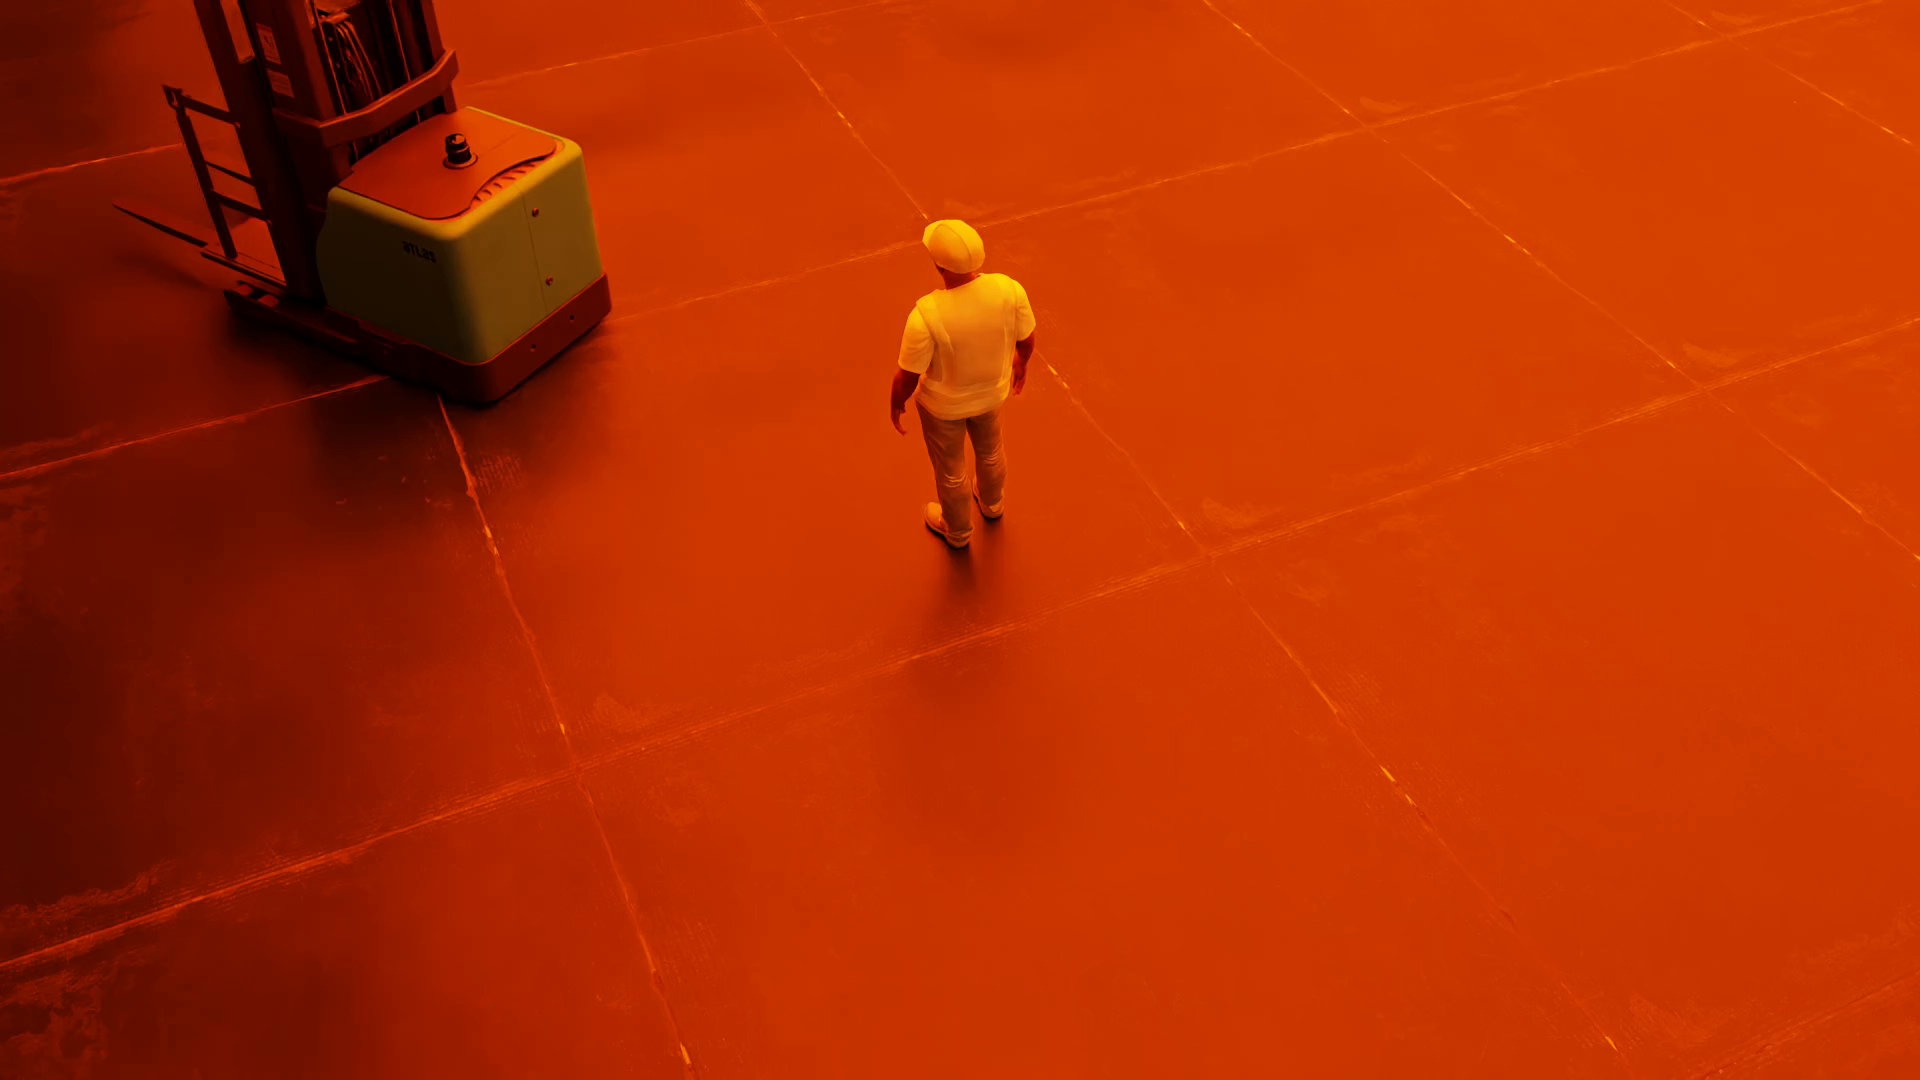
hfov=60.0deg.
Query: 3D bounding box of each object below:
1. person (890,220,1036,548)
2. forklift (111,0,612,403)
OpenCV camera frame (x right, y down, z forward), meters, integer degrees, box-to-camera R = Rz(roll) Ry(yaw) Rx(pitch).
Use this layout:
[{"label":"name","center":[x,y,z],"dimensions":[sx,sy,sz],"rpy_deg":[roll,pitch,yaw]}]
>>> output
[{"label":"person","center":[-0.023,-0.696,7.269],"dimensions":[0.665,1.765,0.577],"rpy_deg":[-18,46,-18]},{"label":"forklift","center":[-3.429,-2.527,8.388],"dimensions":[3.031,2.935,1.130],"rpy_deg":[22,47,22]}]
